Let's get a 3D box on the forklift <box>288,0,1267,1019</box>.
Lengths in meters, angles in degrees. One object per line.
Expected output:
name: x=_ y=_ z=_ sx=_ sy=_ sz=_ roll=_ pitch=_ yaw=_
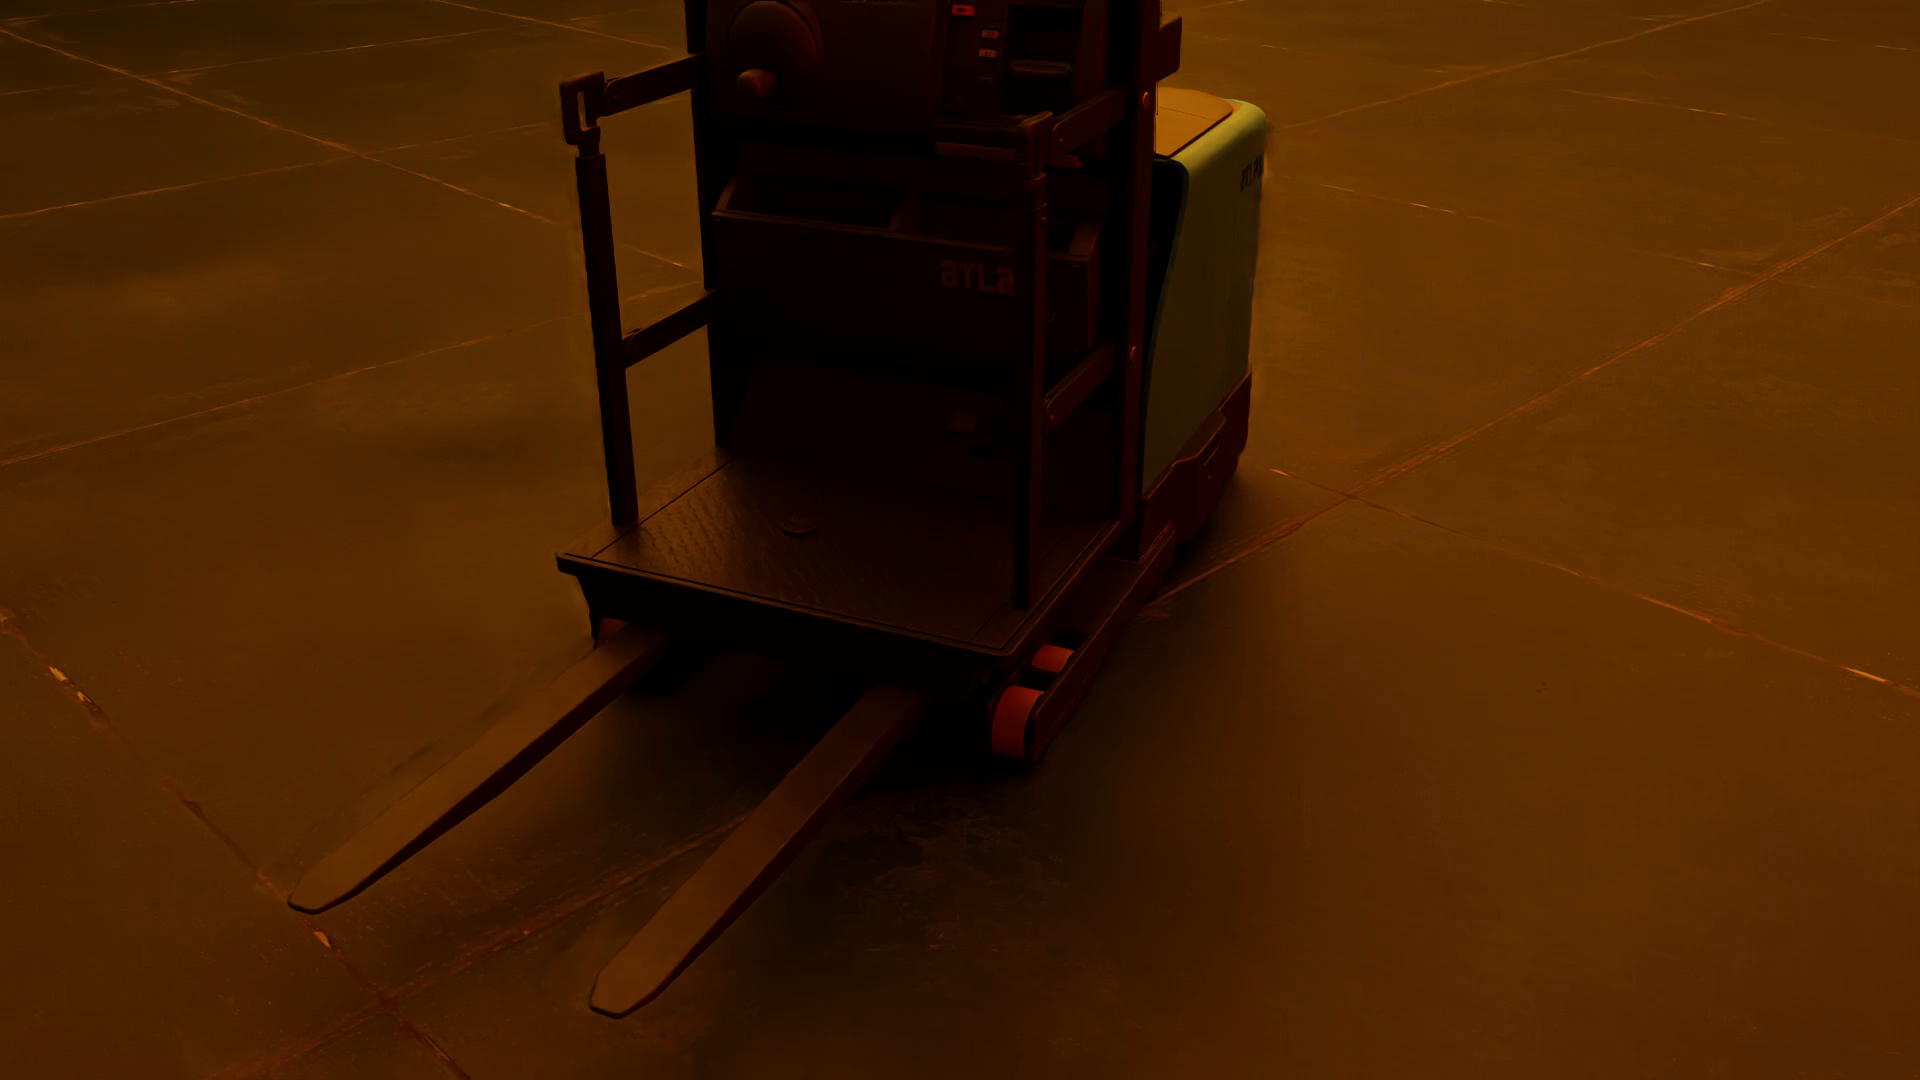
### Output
forklift: x=-0.209 y=-1.053 z=3.362 sx=1.130 sy=2.935 sz=3.031 roll=11 pitch=28 yaw=21
